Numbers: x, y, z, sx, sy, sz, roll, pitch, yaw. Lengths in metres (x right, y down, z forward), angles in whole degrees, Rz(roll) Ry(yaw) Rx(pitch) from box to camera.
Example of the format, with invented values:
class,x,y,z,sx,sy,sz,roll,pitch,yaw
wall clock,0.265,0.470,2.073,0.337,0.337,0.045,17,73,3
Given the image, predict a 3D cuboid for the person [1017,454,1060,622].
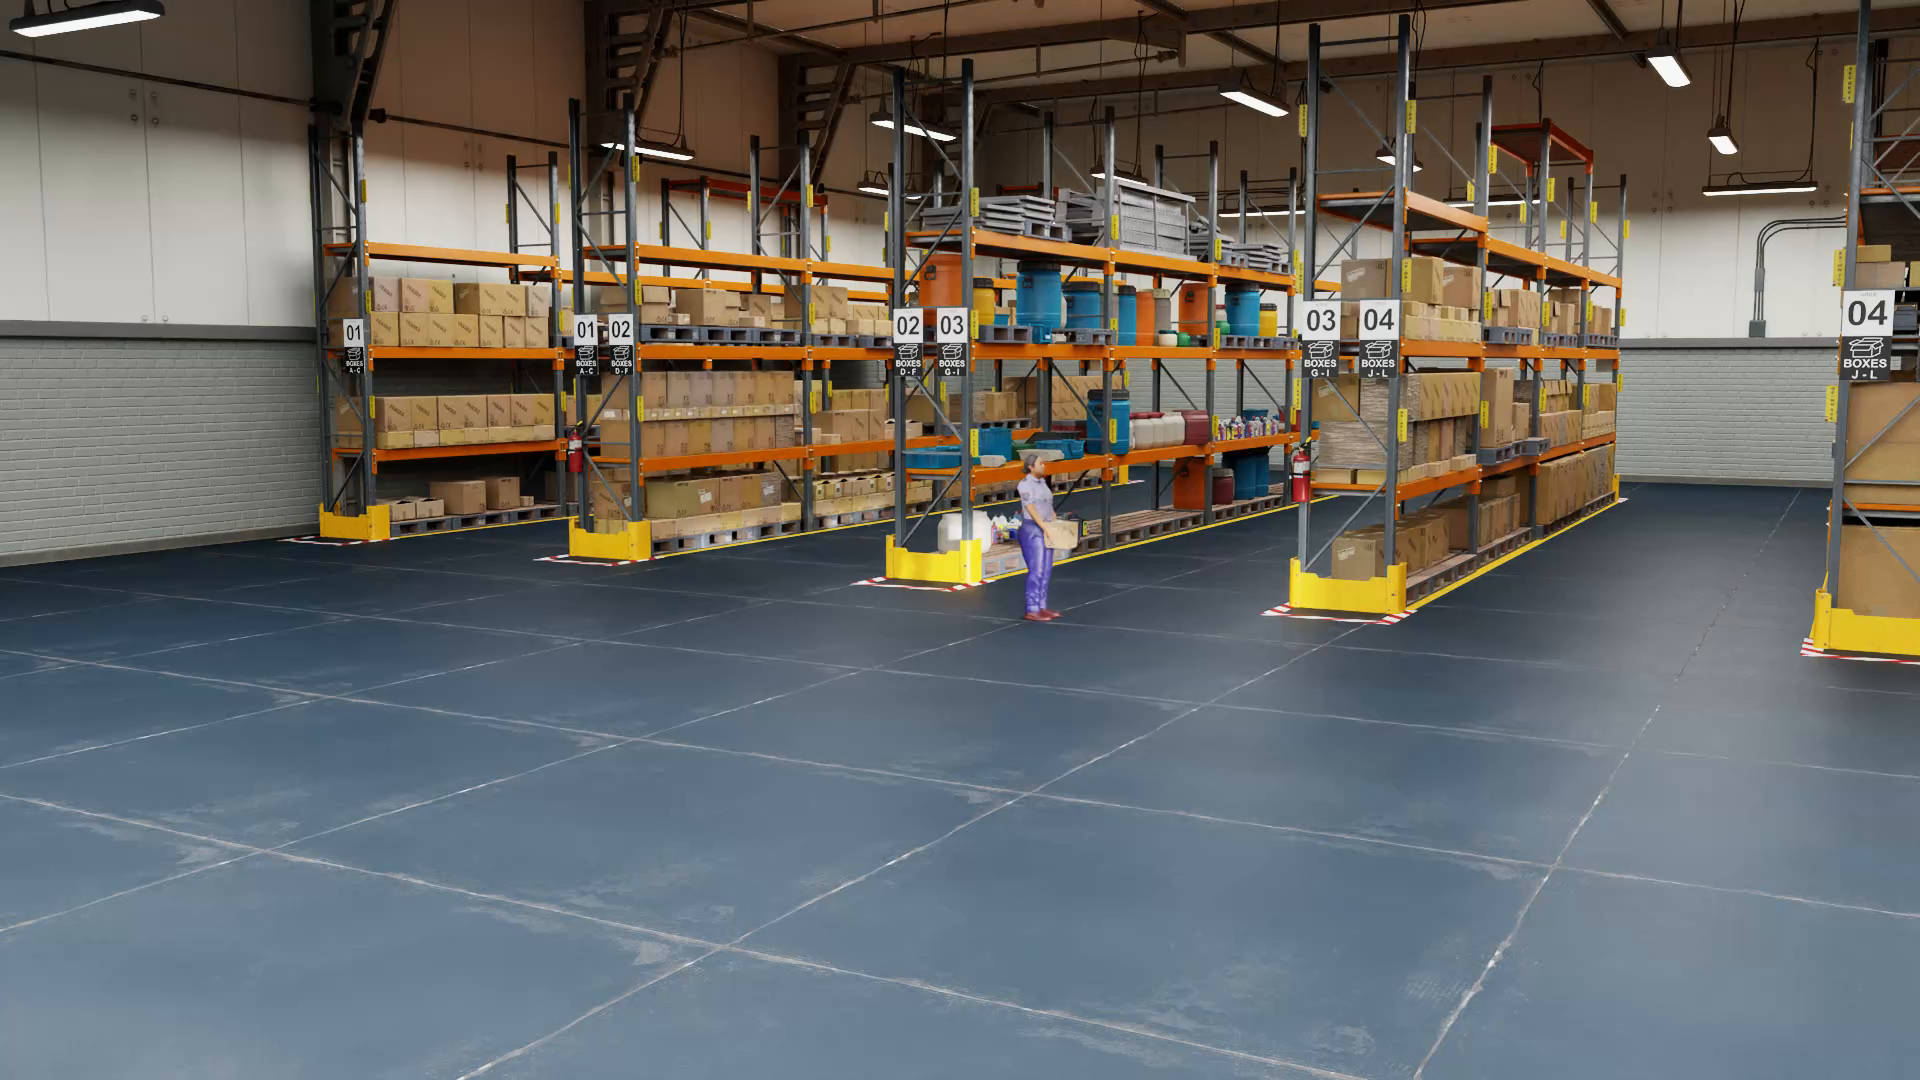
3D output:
class,x,y,z,sx,sy,sz,roll,pitch,yaw
person,0.819,-0.033,16.734,0.458,1.650,0.523,3,7,29
